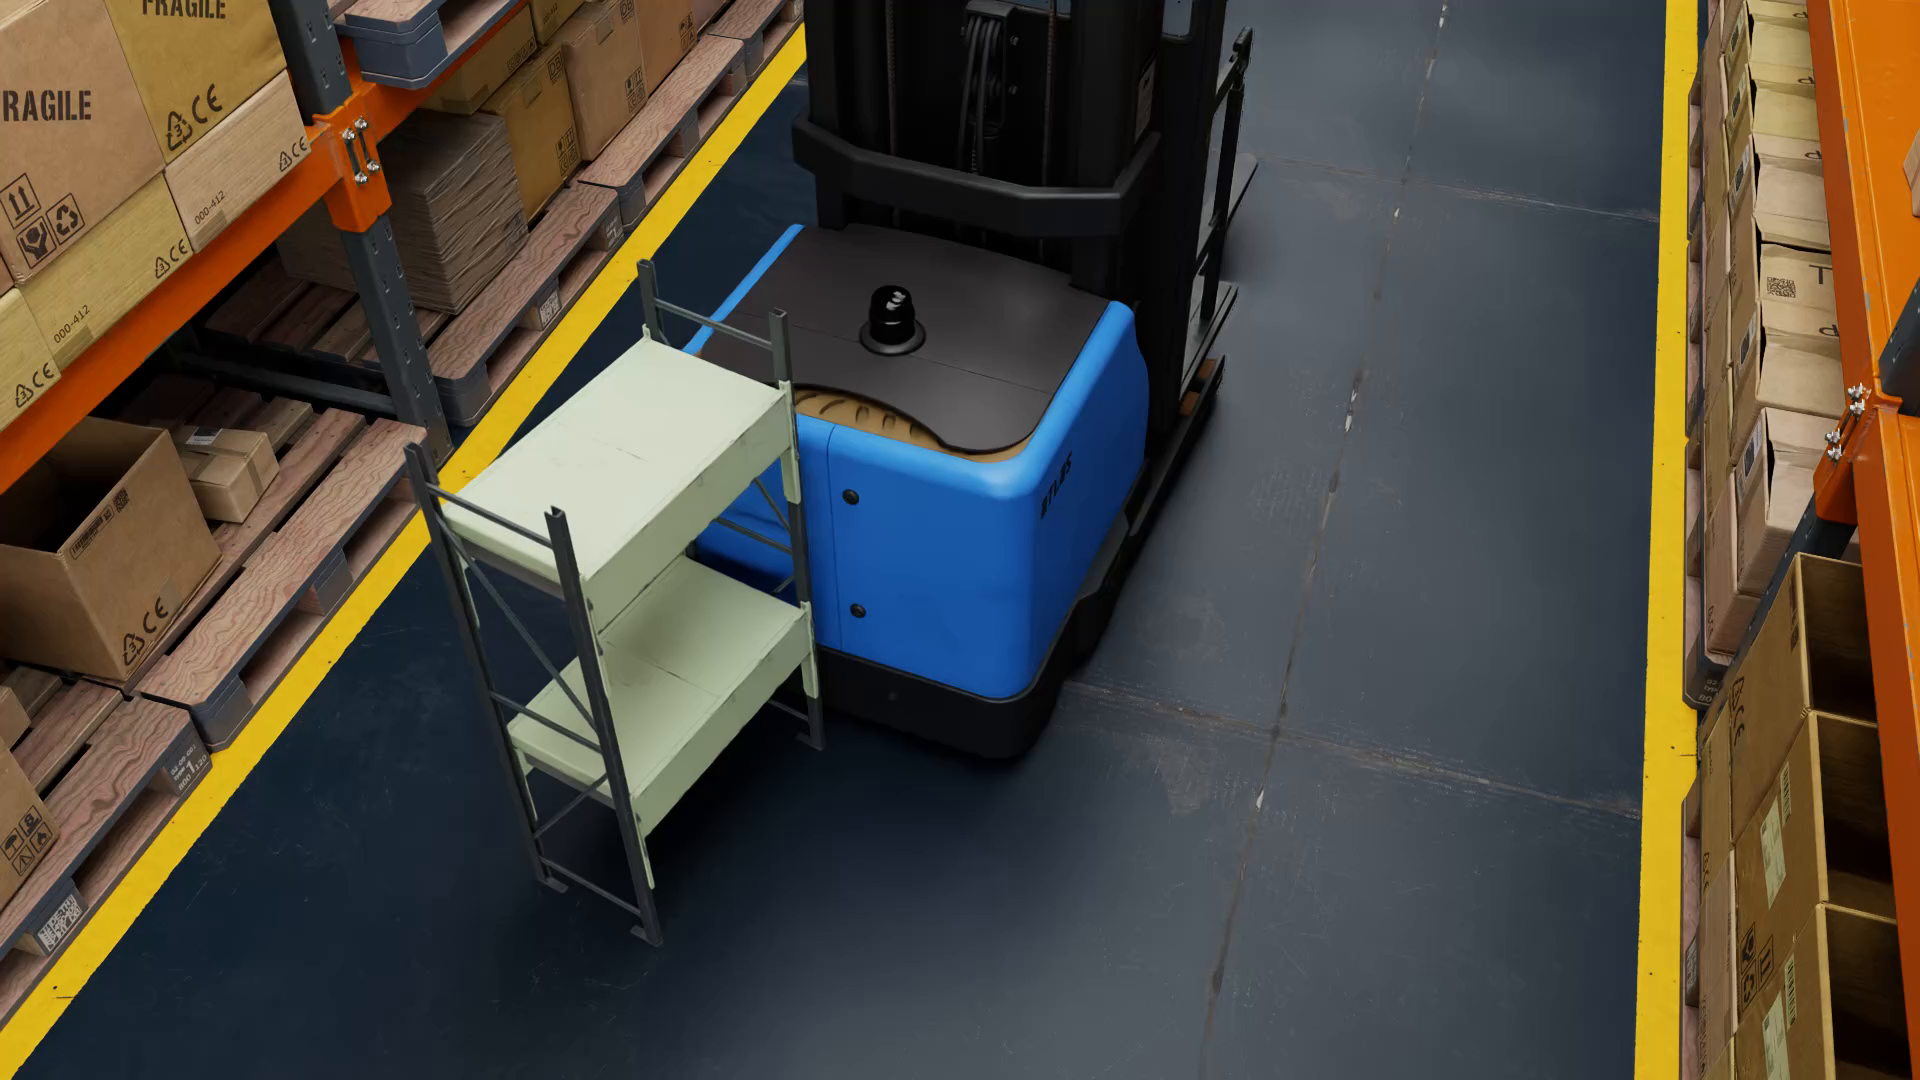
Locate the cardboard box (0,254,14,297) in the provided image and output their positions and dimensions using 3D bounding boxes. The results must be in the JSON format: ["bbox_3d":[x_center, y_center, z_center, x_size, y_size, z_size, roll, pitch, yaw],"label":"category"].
[{"bbox_3d":[-2.338,-0.608,3.284,0.500,0.500,0.500,11,46,11],"label":"cardboard box"}]

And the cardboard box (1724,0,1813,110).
[{"bbox_3d":[3.163,-1.783,6.192,0.500,0.311,0.500,11,46,12],"label":"cardboard box"}]

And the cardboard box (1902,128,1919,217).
[{"bbox_3d":[2.632,-0.965,4.187,0.396,0.266,0.258,12,46,12],"label":"cardboard box"}]

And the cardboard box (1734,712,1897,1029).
[{"bbox_3d":[1.958,0.755,3.464,0.500,0.500,0.500,13,46,13],"label":"cardboard box"}]

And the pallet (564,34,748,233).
[{"bbox_3d":[-1.579,-1.773,6.911,1.003,0.211,1.213,13,46,13],"label":"pallet"}]

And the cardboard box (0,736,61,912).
[{"bbox_3d":[-2.655,0.667,3.896,0.700,0.500,0.500,10,45,10],"label":"cardboard box"}]

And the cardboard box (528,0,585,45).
[{"bbox_3d":[-1.690,-2.102,6.190,0.500,0.250,0.500,11,46,11],"label":"cardboard box"}]

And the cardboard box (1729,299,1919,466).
[{"bbox_3d":[2.542,-0.434,4.814,0.500,0.311,0.500,14,46,14],"label":"cardboard box"}]

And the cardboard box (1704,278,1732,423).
[{"bbox_3d":[2.700,-0.571,5.354,0.500,0.250,0.500,13,46,13],"label":"cardboard box"}]

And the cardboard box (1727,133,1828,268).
[{"bbox_3d":[2.851,-1.101,5.495,0.500,0.311,0.500,12,46,12],"label":"cardboard box"}]

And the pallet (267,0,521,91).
[{"bbox_3d":[-1.811,-1.845,5.127,1.003,0.211,1.213,13,46,13],"label":"pallet"}]

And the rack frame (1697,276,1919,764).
[{"bbox_3d":[2.541,-0.388,3.502,1.000,3.000,0.127,13,46,13],"label":"rack frame"}]

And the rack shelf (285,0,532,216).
[{"bbox_3d":[-1.575,-2.510,6.185,1.077,0.370,4.000,13,46,13],"label":"rack shelf"}]

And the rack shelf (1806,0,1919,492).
[{"bbox_3d":[3.147,-1.464,5.116,1.077,0.370,4.000,13,46,13],"label":"rack shelf"}]

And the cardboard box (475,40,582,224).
[{"bbox_3d":[-1.865,-1.548,6.159,0.700,0.500,0.500,12,46,12],"label":"cardboard box"}]

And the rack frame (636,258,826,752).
[{"bbox_3d":[-0.553,-0.023,4.202,0.400,1.500,0.023,23,49,21],"label":"rack frame"}]

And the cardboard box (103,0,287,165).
[{"bbox_3d":[-2.030,-1.275,3.965,0.500,0.500,0.500,12,46,12],"label":"cardboard box"}]

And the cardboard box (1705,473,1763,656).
[{"bbox_3d":[2.390,0.107,4.662,0.500,0.250,0.500,12,46,12],"label":"cardboard box"}]

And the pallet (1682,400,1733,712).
[{"bbox_3d":[2.727,0.109,4.987,1.003,0.211,1.213,13,46,13],"label":"pallet"}]

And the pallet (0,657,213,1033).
[{"bbox_3d":[-2.718,0.833,4.248,1.003,0.211,1.213,13,46,13],"label":"pallet"}]

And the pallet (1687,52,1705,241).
[{"bbox_3d":[3.466,-1.517,6.649,1.003,0.211,1.213,13,46,13],"label":"pallet"}]

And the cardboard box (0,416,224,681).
[{"bbox_3d":[-2.457,0.002,4.576,0.500,0.500,0.500,9,45,9],"label":"cardboard box"}]

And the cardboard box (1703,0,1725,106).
[{"bbox_3d":[3.314,-1.934,6.748,0.500,0.250,0.500,12,46,12],"label":"cardboard box"}]

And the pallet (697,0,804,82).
[{"bbox_3d":[-1.208,-2.584,7.739,1.003,0.211,1.213,13,46,13],"label":"pallet"}]

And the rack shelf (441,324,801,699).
[{"bbox_3d":[-0.740,-0.083,3.704,0.431,0.370,0.720,23,49,21],"label":"rack shelf"}]

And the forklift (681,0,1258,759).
[{"bbox_3d":[0.260,-1.493,4.680,1.130,2.935,3.031,16,47,16],"label":"forklift"}]

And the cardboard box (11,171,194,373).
[{"bbox_3d":[-2.194,-0.678,3.891,0.500,0.250,0.500,13,46,13],"label":"cardboard box"}]

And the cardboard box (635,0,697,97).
[{"bbox_3d":[-1.528,-2.218,6.844,0.700,0.500,0.500,12,46,12],"label":"cardboard box"}]

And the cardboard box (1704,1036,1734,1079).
[{"bbox_3d":[1.799,1.354,3.387,0.500,0.250,0.500,13,46,13],"label":"cardboard box"}]

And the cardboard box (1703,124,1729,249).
[{"bbox_3d":[3.011,-1.251,6.050,0.500,0.250,0.500,11,46,11],"label":"cardboard box"}]

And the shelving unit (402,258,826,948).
[{"bbox_3d":[-0.740,0.196,3.977,0.431,1.500,0.755,23,49,21],"label":"shelving unit"}]

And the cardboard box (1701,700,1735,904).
[{"bbox_3d":[2.112,0.690,4.066,0.500,0.250,0.500,13,46,13],"label":"cardboard box"}]
